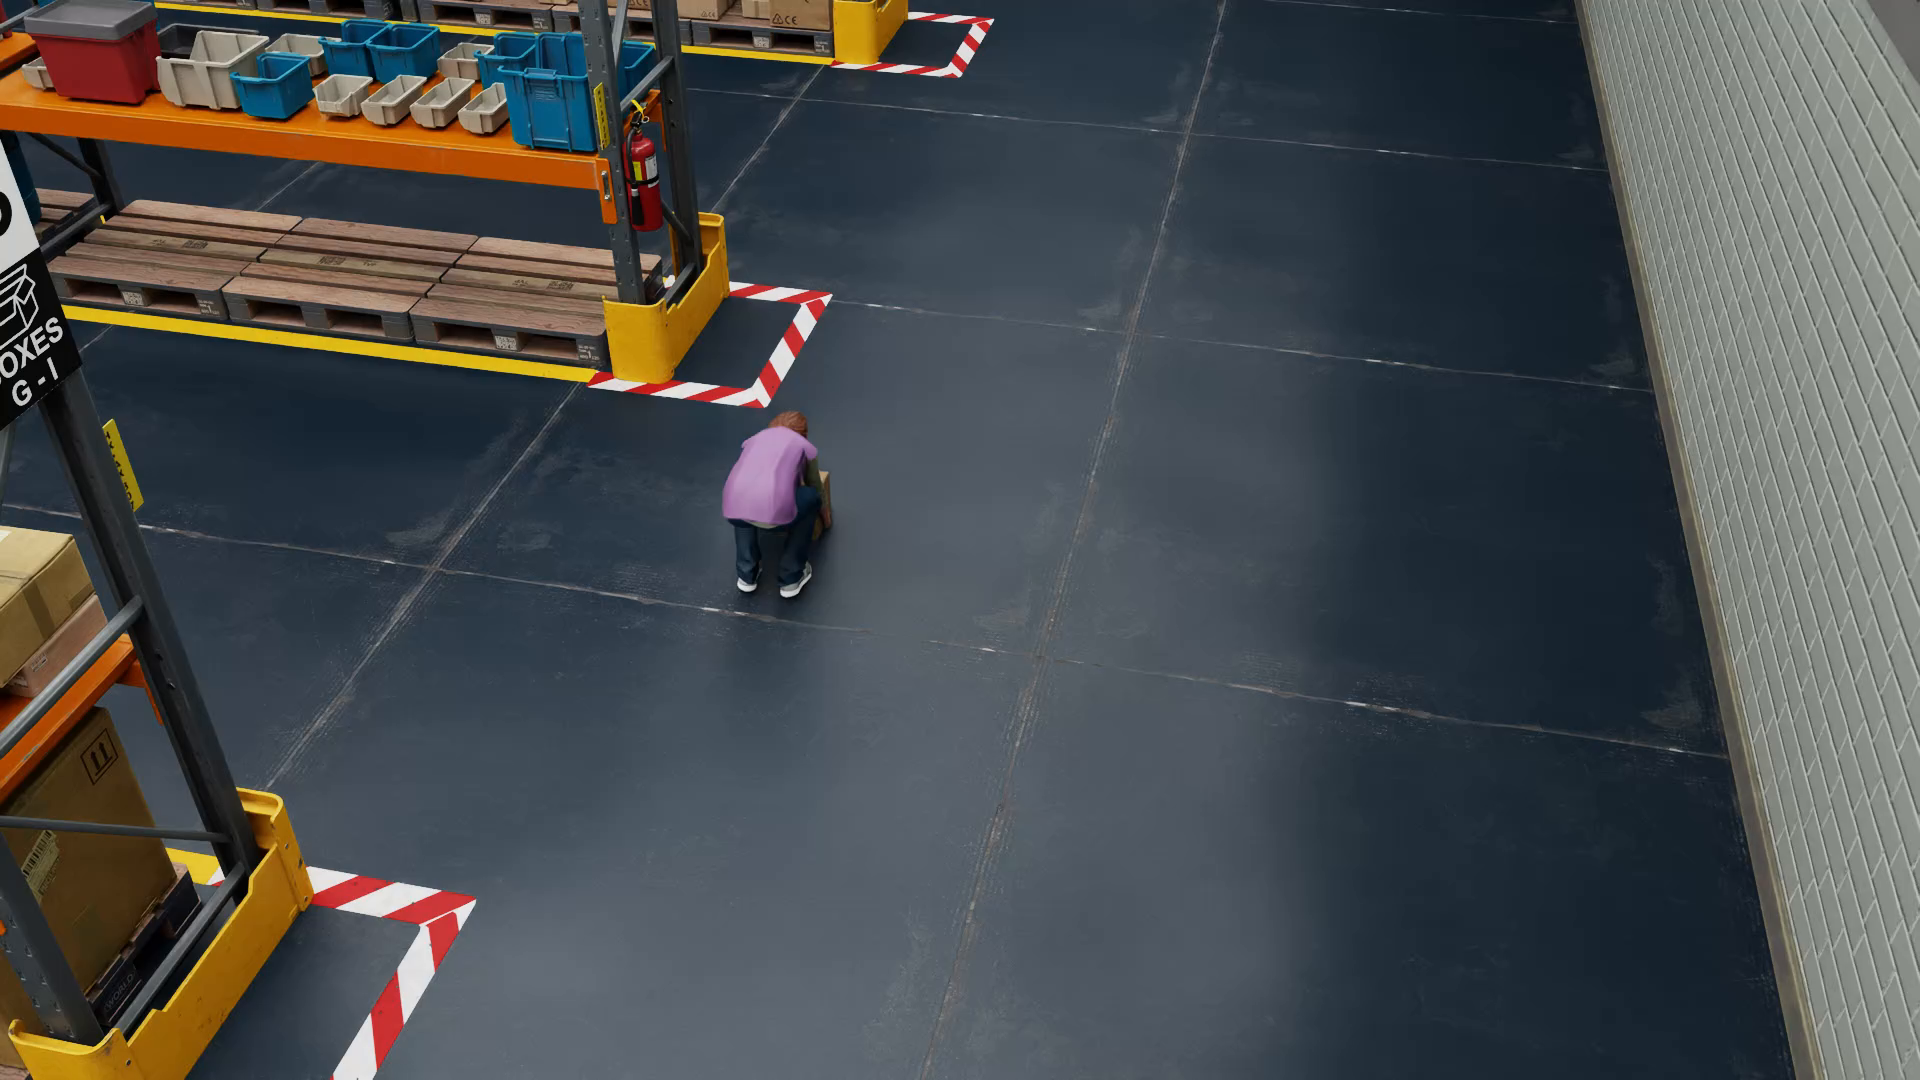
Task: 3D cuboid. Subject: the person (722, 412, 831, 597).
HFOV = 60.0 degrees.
[{"bbox_3d":[-0.875,-0.179,7.931,0.428,0.768,0.872,6,38,8],"label":"person"}]
